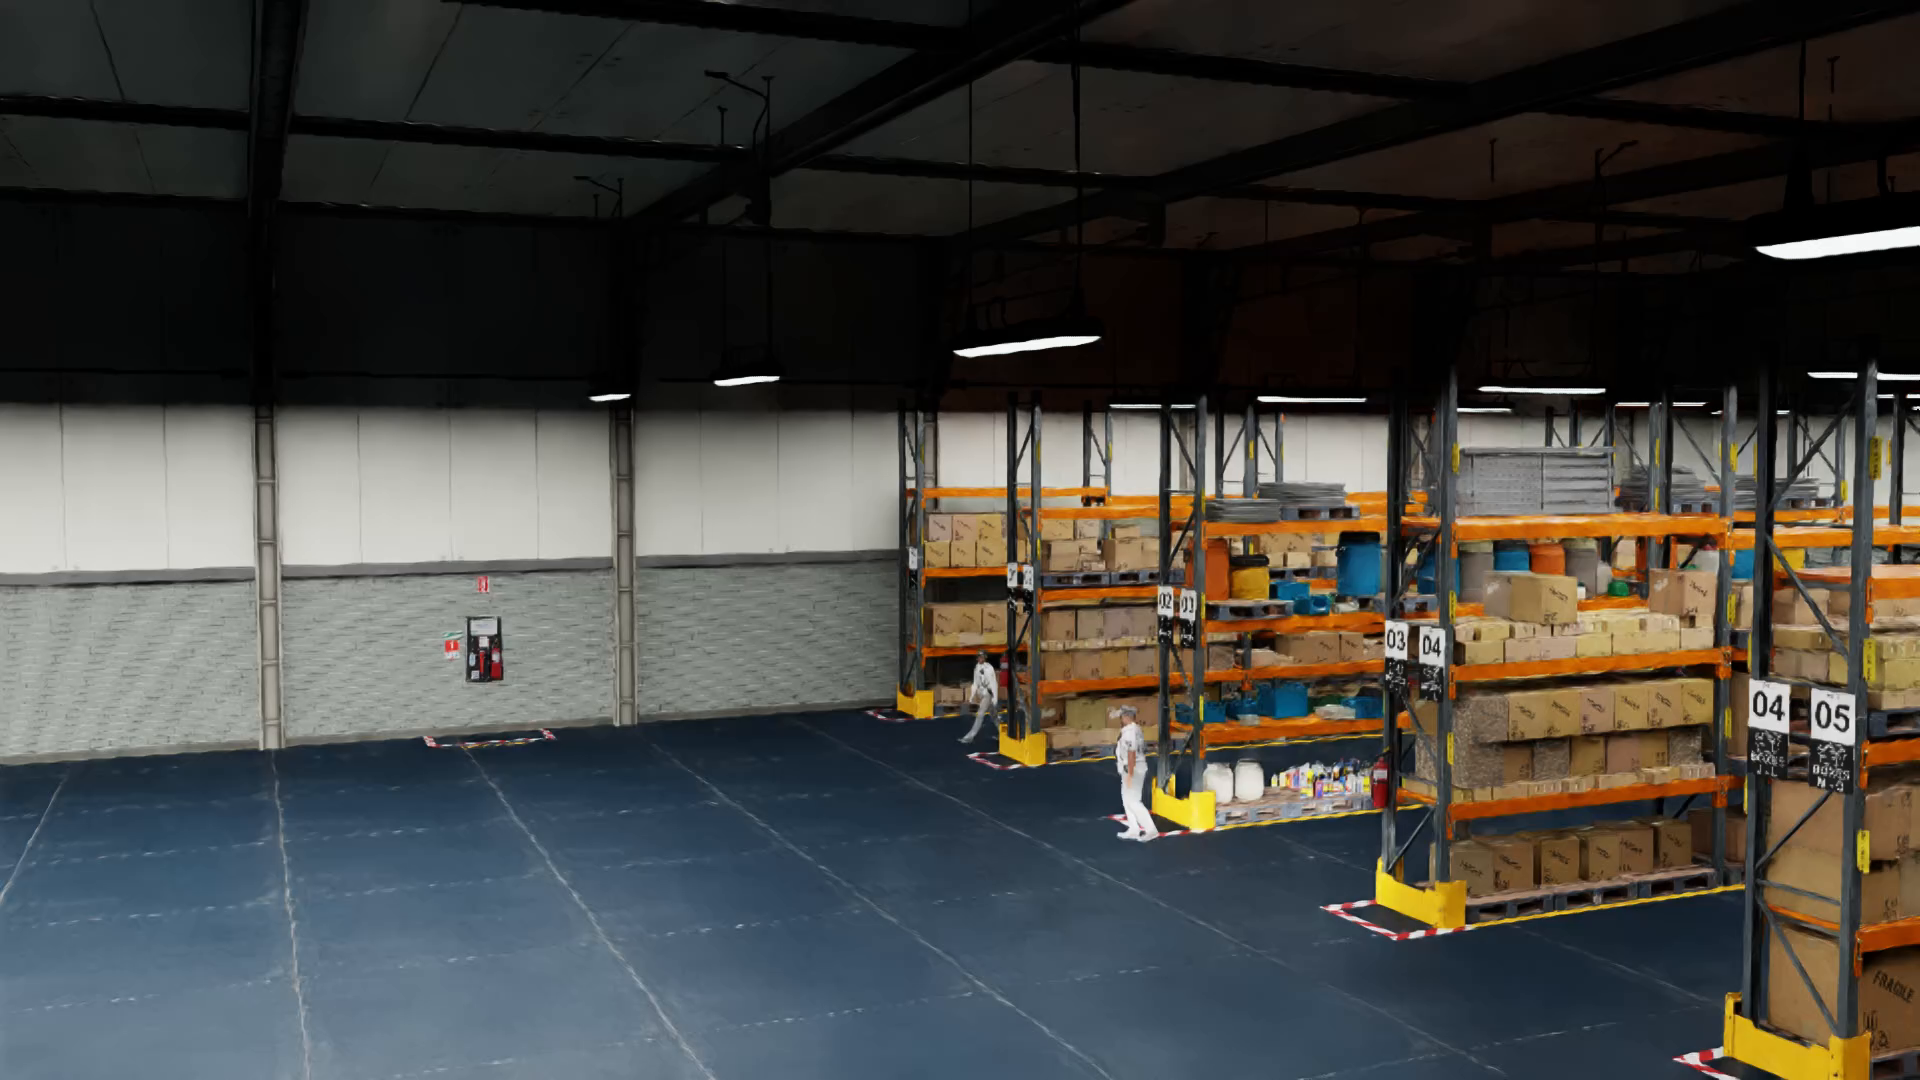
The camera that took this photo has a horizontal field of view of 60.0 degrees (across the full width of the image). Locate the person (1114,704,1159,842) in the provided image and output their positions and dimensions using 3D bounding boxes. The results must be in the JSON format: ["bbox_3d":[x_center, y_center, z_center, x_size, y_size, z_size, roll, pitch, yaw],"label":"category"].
[{"bbox_3d":[2.317,3.029,21.630,0.584,1.747,0.595,1,3,15],"label":"person"}]

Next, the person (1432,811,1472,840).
[{"bbox_3d":[6.033,3.147,20.297,0.521,1.665,0.682,-2,4,-25],"label":"person"}]

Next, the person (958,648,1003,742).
[{"bbox_3d":[0.401,2.653,28.599,0.989,1.616,0.480,-2,4,-26],"label":"person"}]
